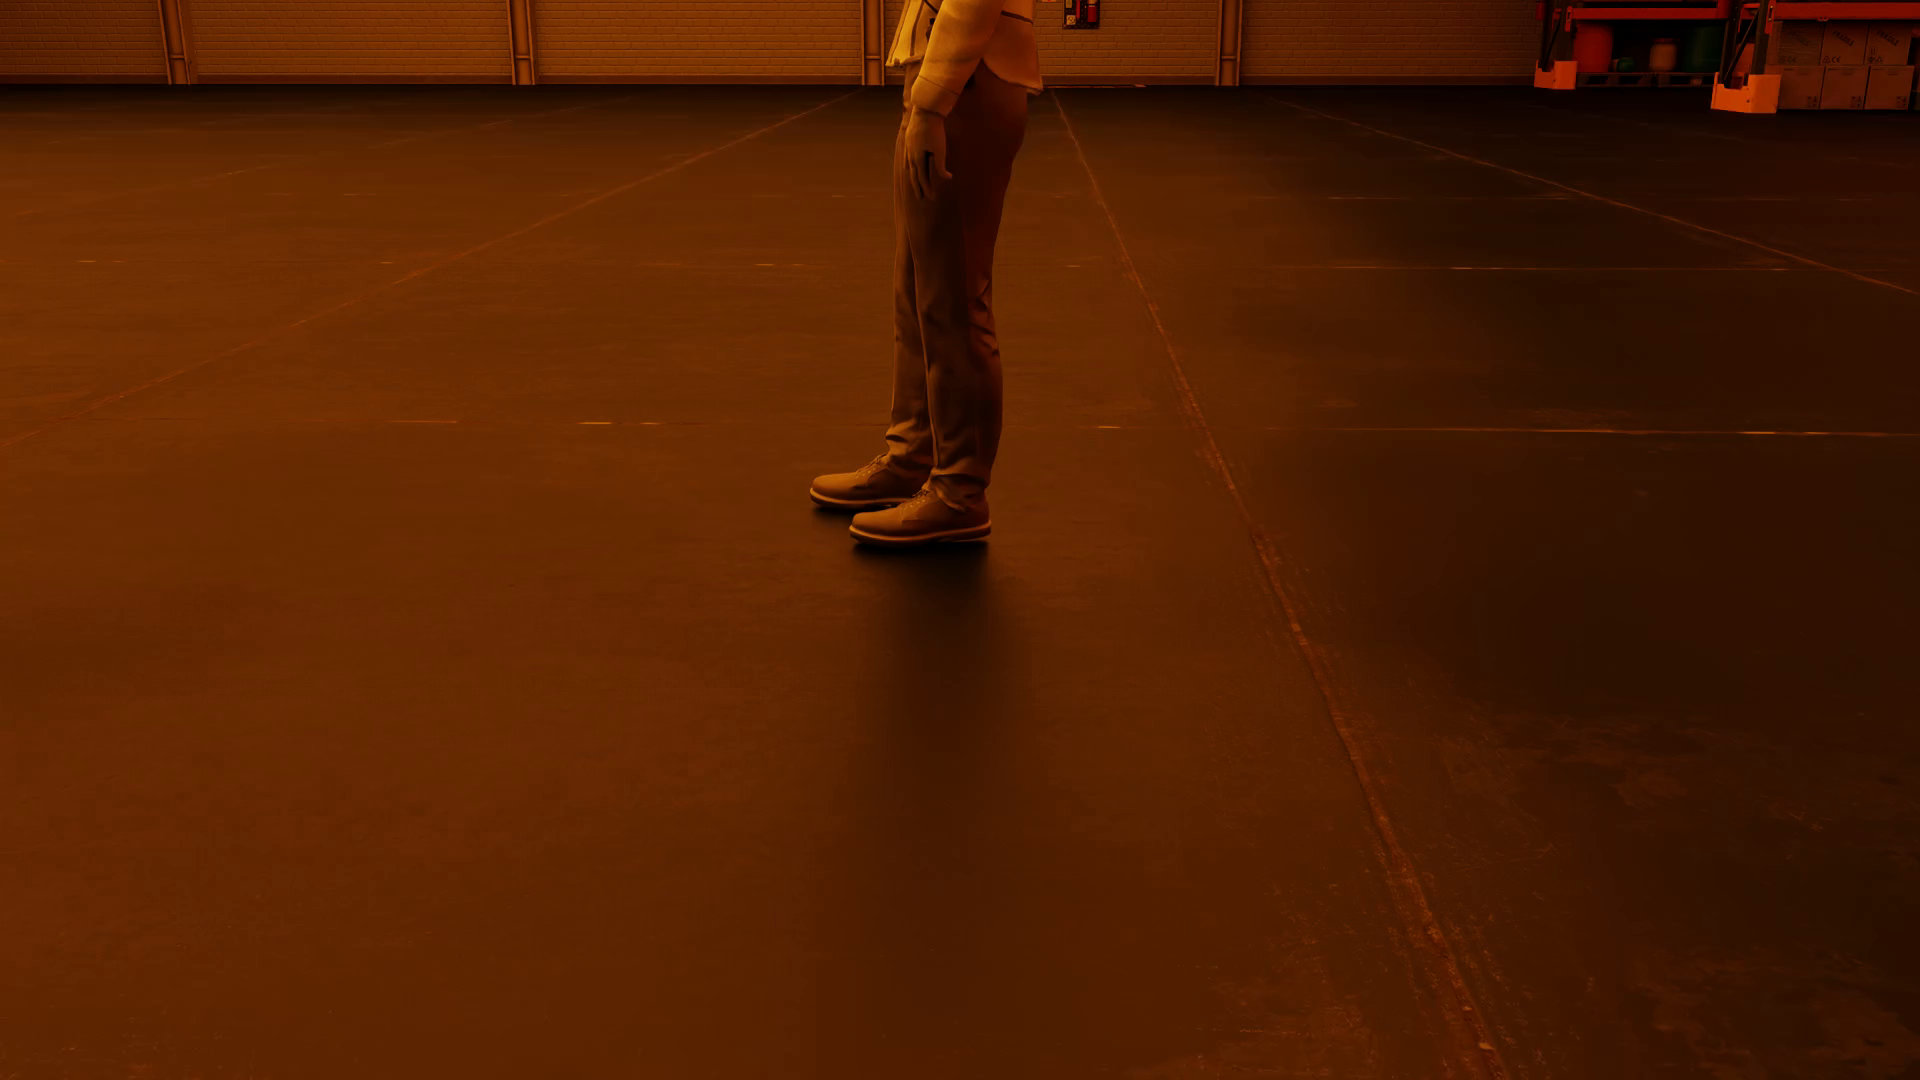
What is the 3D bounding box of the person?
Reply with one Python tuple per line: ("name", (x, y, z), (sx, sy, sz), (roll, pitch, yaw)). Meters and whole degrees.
("person", (-0.068, -0.819, 3.127), (0.531, 1.695, 0.588), (1, 17, 2))
